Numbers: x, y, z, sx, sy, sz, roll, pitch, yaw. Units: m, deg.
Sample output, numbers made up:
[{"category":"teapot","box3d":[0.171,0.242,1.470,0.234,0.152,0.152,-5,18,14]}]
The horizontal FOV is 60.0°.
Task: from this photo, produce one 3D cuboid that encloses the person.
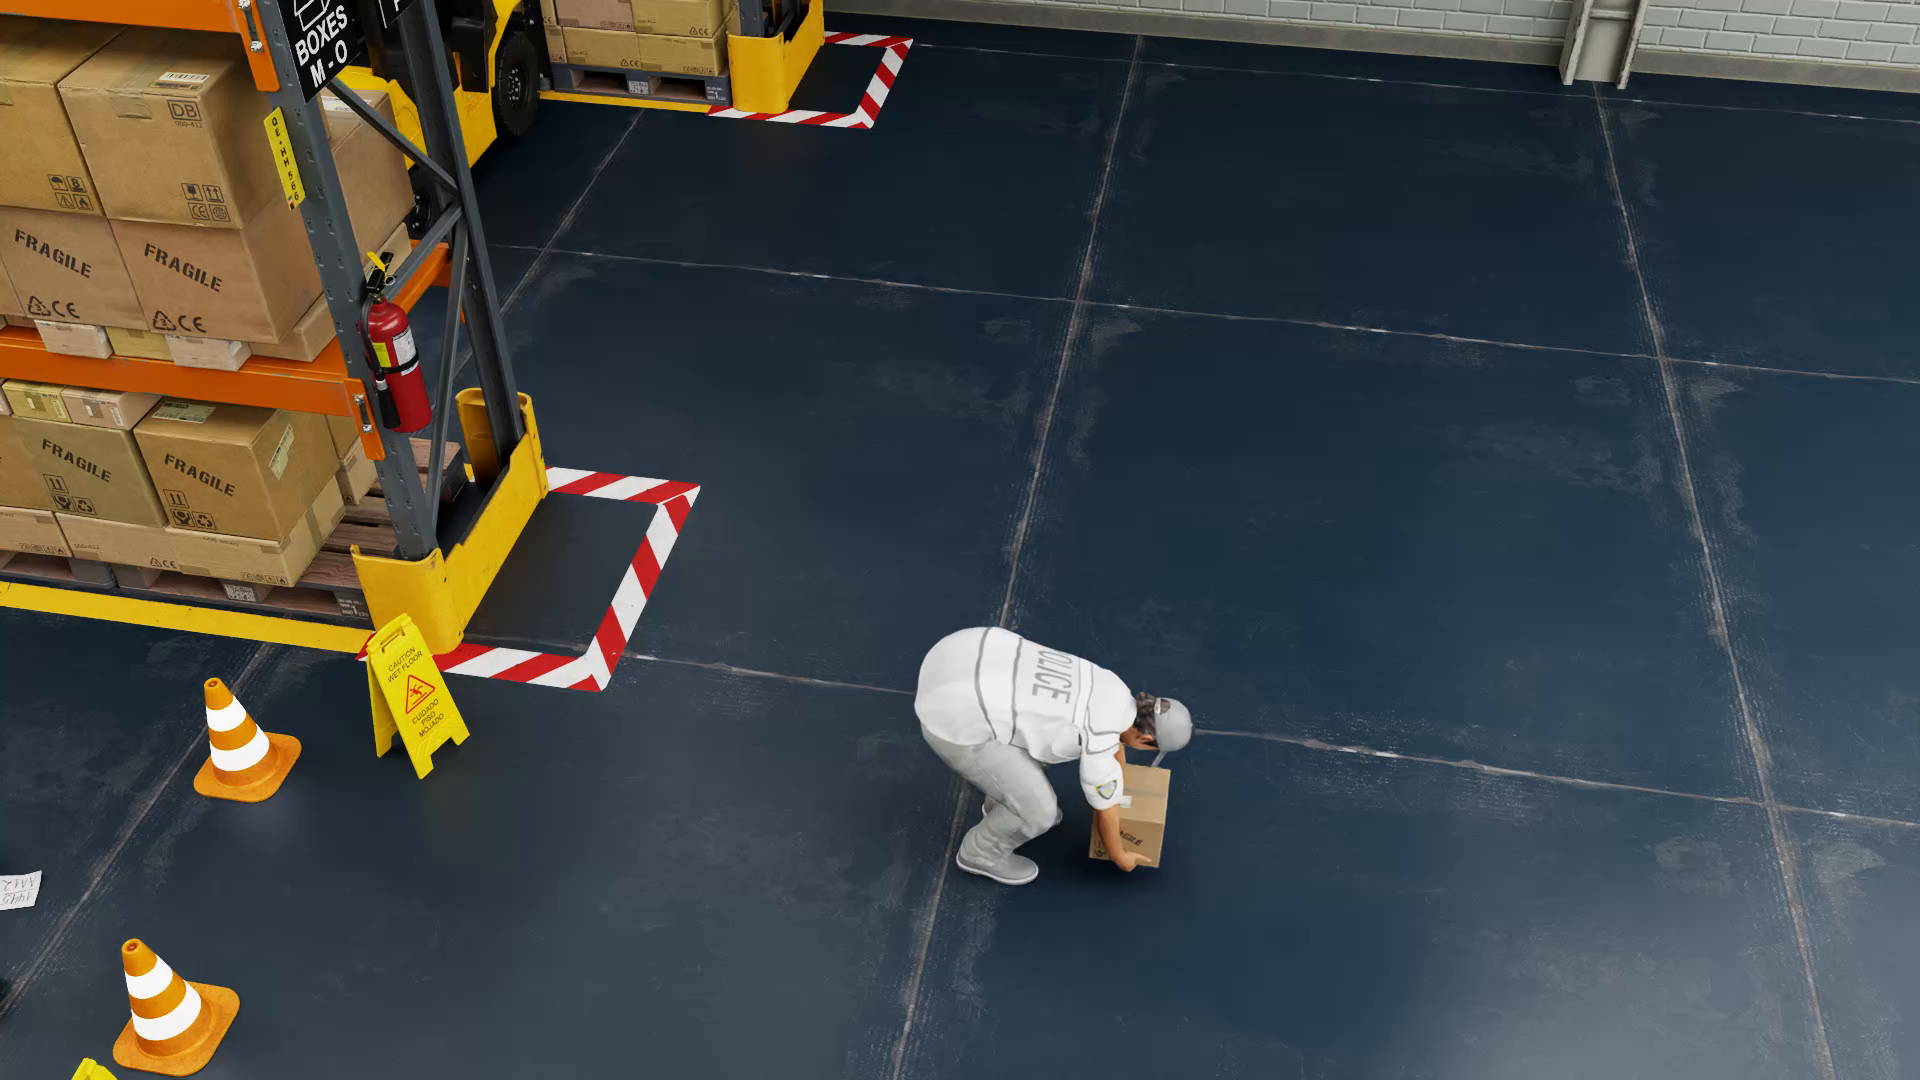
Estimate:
[{"category":"person","box3d":[0.320,0.762,5.810,0.940,0.966,0.495,5,41,5]}]
